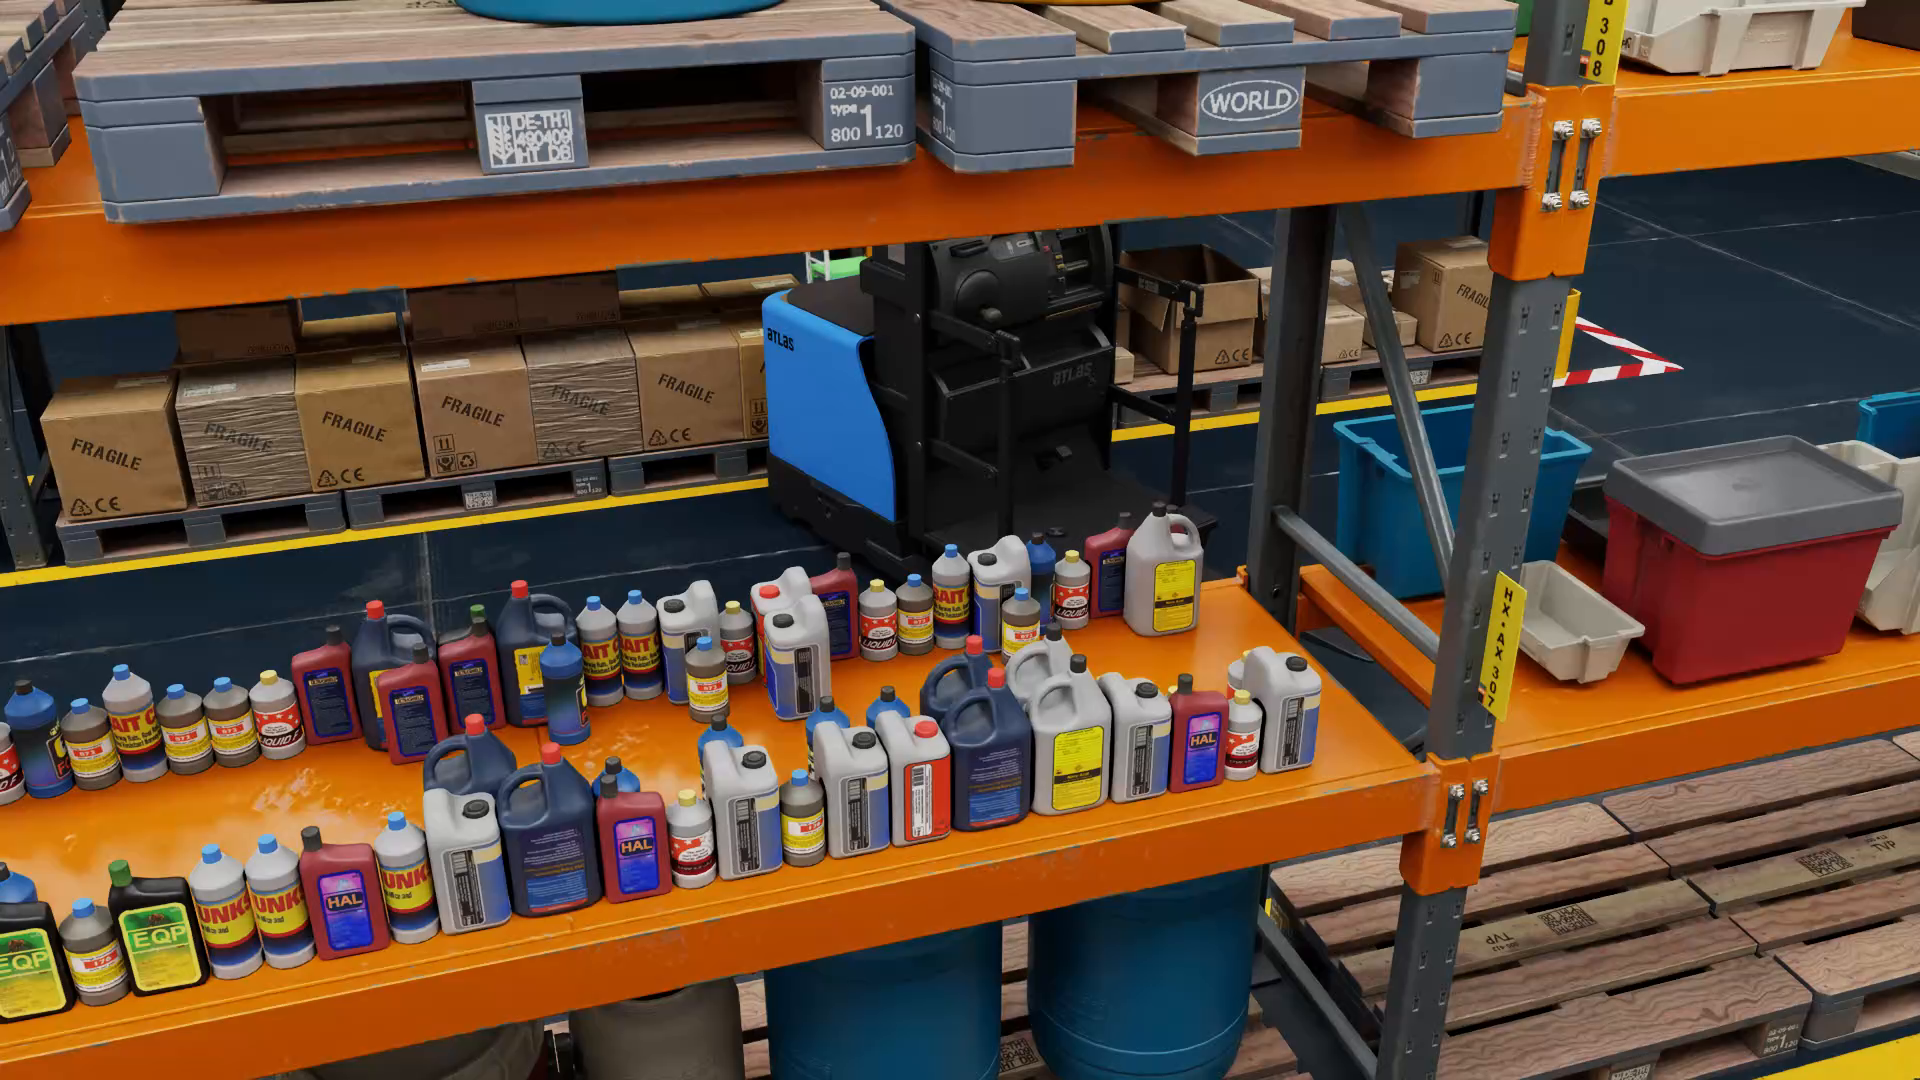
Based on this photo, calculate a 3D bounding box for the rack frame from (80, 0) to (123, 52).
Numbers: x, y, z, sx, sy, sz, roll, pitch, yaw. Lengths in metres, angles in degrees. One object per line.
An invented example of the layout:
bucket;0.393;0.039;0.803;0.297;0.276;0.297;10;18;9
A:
rack frame;-5.869;-3.514;11.456;0.127;3.000;1.000;-8;28;-16

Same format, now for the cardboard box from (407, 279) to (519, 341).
cardboard box;-2.491;-1.214;8.295;0.500;0.250;0.500;-9;28;-17

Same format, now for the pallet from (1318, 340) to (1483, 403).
pallet;2.446;-1.152;9.834;1.213;0.211;1.003;-8;28;-16

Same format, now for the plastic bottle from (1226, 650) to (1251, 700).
plastic bottle;0.672;0.353;3.888;0.097;0.201;0.097;0;26;0

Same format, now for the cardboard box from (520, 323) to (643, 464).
cardboard box;-1.858;-0.726;8.156;0.500;0.500;0.500;-8;27;-15

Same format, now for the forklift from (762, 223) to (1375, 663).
forklift;0.396;-1.096;6.661;1.130;2.935;3.031;-20;33;-34

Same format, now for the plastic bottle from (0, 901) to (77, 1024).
plastic bottle;-1.708;0.741;3.016;0.133;0.283;0.061;-8;28;-16

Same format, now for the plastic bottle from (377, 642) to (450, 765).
plastic bottle;-1.241;0.369;3.765;0.133;0.283;0.061;-8;28;-16

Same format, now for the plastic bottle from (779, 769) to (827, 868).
plastic bottle;-0.329;0.569;3.453;0.097;0.201;0.097;0;26;0

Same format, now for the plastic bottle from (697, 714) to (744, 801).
plastic bottle;-0.504;0.492;3.530;0.097;0.271;0.097;0;26;0

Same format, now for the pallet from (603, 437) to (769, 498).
pallet;-1.290;-0.594;8.710;1.213;0.211;1.003;-8;28;-16

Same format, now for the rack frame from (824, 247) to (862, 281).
rack frame;-0.528;-1.971;8.348;0.127;3.000;1.000;-8;28;-16

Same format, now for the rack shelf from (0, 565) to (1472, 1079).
rack shelf;-0.899;0.721;3.733;4.000;0.370;1.077;-8;28;-16

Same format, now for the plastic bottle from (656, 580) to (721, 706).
plastic bottle;-0.657;0.241;4.030;0.135;0.276;0.152;-8;28;-16

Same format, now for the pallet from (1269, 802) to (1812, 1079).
pallet;1.690;1.255;4.985;1.213;0.211;1.003;-8;28;-16

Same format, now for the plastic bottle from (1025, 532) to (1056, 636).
plastic bottle;0.198;0.107;4.307;0.097;0.271;0.097;0;26;0

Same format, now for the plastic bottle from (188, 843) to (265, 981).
plastic bottle;-1.384;0.691;3.130;0.097;0.271;0.097;0;26;0

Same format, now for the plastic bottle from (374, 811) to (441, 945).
plastic bottle;-1.072;0.646;3.221;0.097;0.271;0.097;0;26;0

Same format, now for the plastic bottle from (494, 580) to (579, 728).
plastic bottle;-0.995;0.255;3.919;0.185;0.351;0.144;-8;28;-16

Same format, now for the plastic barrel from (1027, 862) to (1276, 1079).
plastic barrel;0.480;0.943;4.365;0.708;0.901;0.600;-8;28;-16

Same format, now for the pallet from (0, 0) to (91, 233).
pallet;-2.043;-0.649;2.522;1.213;0.211;1.003;-8;28;-16

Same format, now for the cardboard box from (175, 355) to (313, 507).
cardboard box;-3.314;-0.514;7.729;0.500;0.500;0.500;-9;28;-18

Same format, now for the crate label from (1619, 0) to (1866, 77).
crate label;1.557;-1.047;3.409;0.466;0.136;0.293;-8;28;-16

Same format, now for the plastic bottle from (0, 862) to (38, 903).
plastic bottle;-1.749;0.715;3.081;0.097;0.271;0.097;0;26;0

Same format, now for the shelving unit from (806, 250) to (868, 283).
shelving unit;-0.446;-0.894;8.181;0.503;1.200;0.258;-14;26;-26

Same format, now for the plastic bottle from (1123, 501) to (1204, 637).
plastic bottle;0.529;0.063;4.306;0.185;0.351;0.144;-8;28;-16

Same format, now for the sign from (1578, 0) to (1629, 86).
sign;1.171;-0.991;2.990;0.005;0.325;0.100;-8;28;-16

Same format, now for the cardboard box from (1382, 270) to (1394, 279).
cardboard box;2.771;-1.530;10.170;0.250;0.149;0.380;-8;28;-16

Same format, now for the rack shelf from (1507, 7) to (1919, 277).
rack shelf;2.904;-1.173;4.176;4.000;0.370;1.077;-8;28;-16

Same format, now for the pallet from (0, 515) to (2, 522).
pallet;-5.126;-0.075;7.663;1.213;0.211;1.003;-8;28;-16

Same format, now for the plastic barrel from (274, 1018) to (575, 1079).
plastic barrel;-1.267;1.336;3.925;0.708;0.588;0.600;-8;28;-16

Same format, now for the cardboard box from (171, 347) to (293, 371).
cardboard box;-3.515;-0.726;8.155;0.500;0.500;0.500;-7;27;-14

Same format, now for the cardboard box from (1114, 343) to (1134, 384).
cardboard box;0.758;-0.989;9.060;0.250;0.166;0.380;-8;28;-16

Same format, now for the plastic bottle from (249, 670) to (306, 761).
plastic bottle;-1.566;0.393;3.808;0.097;0.201;0.097;0;26;0

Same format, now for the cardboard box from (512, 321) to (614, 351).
cardboard box;-2.044;-0.941;8.589;0.500;0.500;0.500;-8;27;-15

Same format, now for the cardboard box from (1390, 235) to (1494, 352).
cardboard box;2.835;-1.421;9.554;0.500;0.500;0.500;-8;28;-16

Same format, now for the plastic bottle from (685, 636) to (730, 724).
plastic bottle;-0.600;0.325;3.946;0.097;0.201;0.097;0;26;0

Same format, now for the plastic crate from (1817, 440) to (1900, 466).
plastic crate;2.565;-0.152;4.912;0.466;0.136;0.293;-8;28;-16

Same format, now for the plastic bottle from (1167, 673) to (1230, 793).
plastic bottle;0.522;0.418;3.666;0.133;0.283;0.061;-8;28;-16

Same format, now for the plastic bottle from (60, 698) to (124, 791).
plastic bottle;-1.936;0.447;3.700;0.097;0.201;0.097;0;26;0

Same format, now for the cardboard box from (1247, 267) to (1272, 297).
cardboard box;1.720;-1.395;9.784;0.500;0.250;0.500;-8;28;-16

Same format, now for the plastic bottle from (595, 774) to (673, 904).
plastic bottle;-0.653;0.588;3.323;0.133;0.283;0.061;-8;28;-16

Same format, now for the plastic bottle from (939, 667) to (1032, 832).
plastic bottle;0.054;0.436;3.554;0.185;0.351;0.144;-8;28;-16

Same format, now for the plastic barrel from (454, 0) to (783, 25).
plastic barrel;-0.573;-1.333;2.652;0.708;0.901;0.600;-8;28;-16

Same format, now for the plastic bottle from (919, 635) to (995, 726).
plastic bottle;0.009;0.375;3.677;0.185;0.351;0.144;-8;28;-16

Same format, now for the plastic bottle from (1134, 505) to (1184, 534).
plastic bottle;0.522;0.046;4.415;0.133;0.283;0.061;-8;28;-16

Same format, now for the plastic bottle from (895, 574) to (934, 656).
plastic bottle;-0.115;0.183;4.231;0.097;0.201;0.097;0;26;0

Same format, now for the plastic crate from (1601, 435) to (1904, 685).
plastic crate;1.929;0.051;4.134;0.583;0.464;0.402;-8;28;-16
